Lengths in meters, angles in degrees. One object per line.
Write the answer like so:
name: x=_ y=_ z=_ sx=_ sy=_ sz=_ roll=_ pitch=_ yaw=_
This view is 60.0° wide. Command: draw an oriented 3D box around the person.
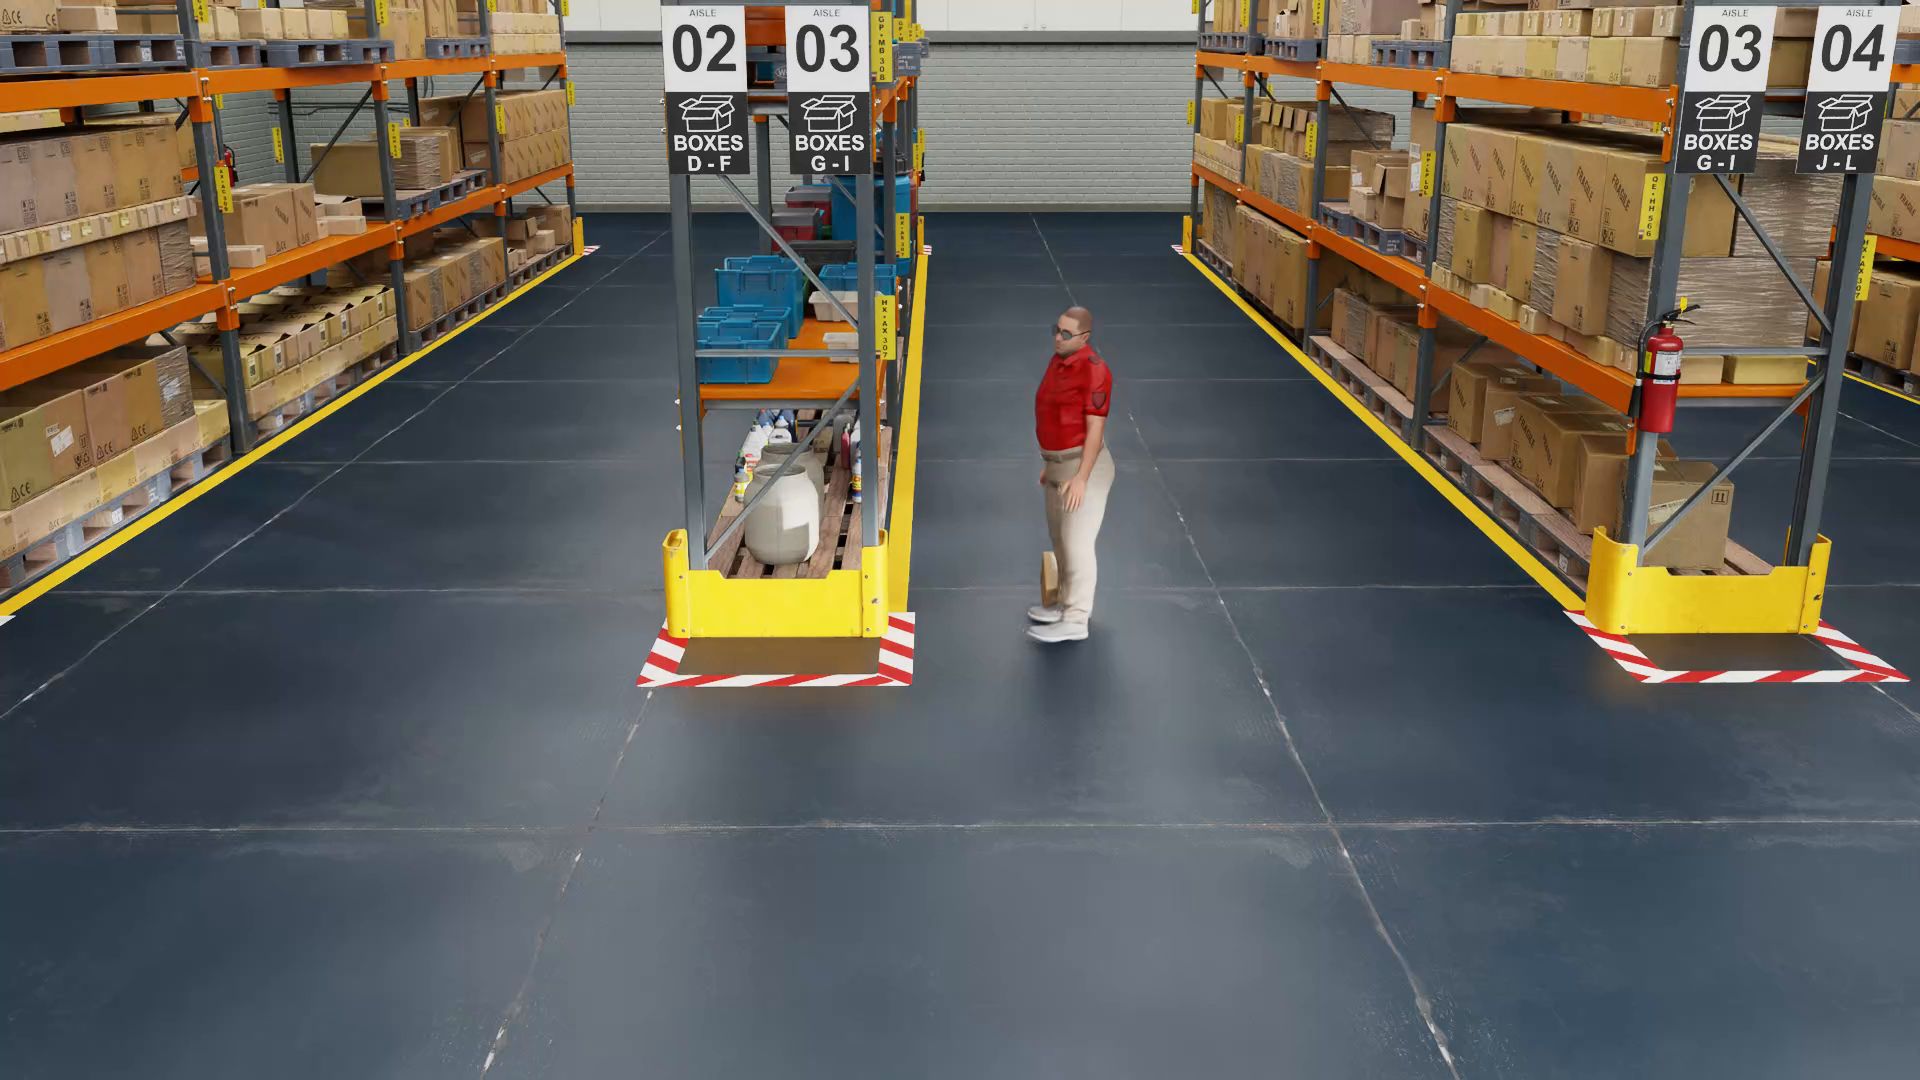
person: x=0.556 y=-0.334 z=8.578 sx=0.463 sy=1.736 sz=0.627 roll=-10 pitch=20 yaw=-30
